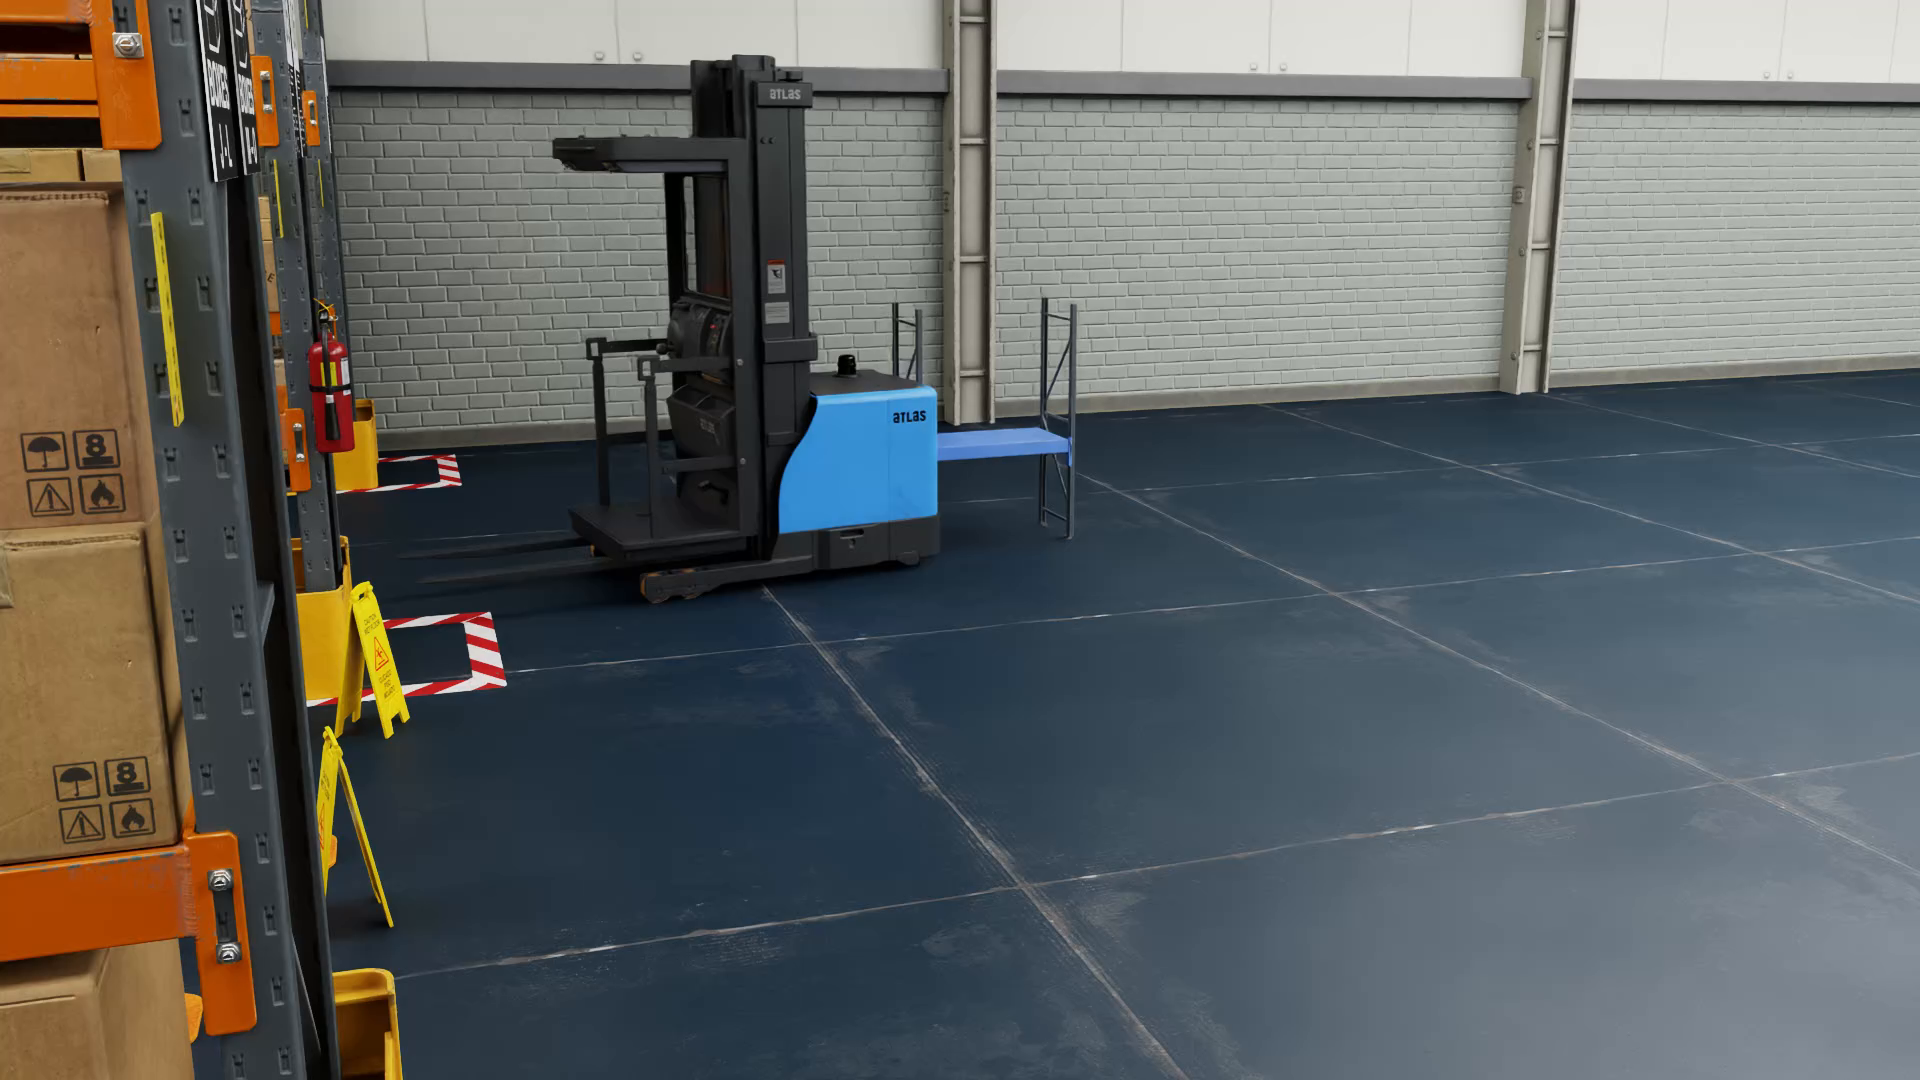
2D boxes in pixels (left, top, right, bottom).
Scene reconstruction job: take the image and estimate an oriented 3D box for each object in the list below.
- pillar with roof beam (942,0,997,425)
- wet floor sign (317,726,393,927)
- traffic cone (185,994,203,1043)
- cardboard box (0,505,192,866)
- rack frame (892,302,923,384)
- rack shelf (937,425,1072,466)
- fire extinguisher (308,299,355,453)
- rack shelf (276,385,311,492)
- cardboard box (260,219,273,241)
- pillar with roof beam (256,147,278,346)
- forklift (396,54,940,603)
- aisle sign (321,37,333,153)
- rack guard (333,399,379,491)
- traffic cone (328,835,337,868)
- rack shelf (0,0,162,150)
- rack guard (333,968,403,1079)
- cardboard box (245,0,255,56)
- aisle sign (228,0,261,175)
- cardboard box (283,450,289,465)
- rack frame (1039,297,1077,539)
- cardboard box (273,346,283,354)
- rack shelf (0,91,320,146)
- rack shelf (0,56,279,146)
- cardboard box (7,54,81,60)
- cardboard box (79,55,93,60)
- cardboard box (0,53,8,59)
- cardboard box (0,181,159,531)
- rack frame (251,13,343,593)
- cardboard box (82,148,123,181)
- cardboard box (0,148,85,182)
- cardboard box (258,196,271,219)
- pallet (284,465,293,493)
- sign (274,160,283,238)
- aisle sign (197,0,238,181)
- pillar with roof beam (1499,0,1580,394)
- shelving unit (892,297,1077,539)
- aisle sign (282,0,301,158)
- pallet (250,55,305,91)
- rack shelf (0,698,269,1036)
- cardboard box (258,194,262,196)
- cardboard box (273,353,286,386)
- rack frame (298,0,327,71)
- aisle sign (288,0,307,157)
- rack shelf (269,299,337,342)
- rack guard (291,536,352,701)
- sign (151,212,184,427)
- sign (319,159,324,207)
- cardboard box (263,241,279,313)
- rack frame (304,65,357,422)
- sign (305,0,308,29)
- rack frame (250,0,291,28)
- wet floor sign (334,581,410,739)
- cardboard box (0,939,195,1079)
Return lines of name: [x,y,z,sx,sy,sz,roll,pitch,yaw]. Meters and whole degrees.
pillar with roof beam: [1.457,-4.515,10.180,0.400,9.000,9.100,-4,14,-18]
wet floor sign: [-1.998,0.924,5.366,0.232,0.644,0.267,-7,15,-28]
traffic cone: [-2.351,1.177,4.697,0.334,0.463,0.336,-4,14,-18]
cardboard box: [-1.732,0.179,3.084,0.550,0.550,0.875,-4,14,-18]
rack frame: [-0.326,-0.708,10.377,0.032,1.500,0.500,-5,14,-20]
rack shelf: [0.151,-0.574,10.591,1.000,0.185,0.538,-5,14,-20]
fire extinguisher: [-2.813,-0.733,7.411,0.183,0.674,0.296,-4,14,-18]
rack shelf: [-4.964,-0.366,7.254,4.000,0.370,1.077,-4,14,-18]
cardboard box: [-4.895,-2.229,11.914,0.250,0.149,0.380,-4,14,-17]
pillar with roof beam: [-4.230,-4.073,8.318,0.400,9.000,9.100,-4,14,-18]
forklift: [-1.665,-1.216,9.419,3.031,2.935,1.130,-7,15,-27]
aisle sign: [-4.500,-3.157,11.816,0.004,0.787,0.394,-4,14,-18]
rack guard: [-4.633,-0.738,12.664,0.348,0.500,1.175,-4,14,-18]
traffic cone: [-2.389,0.904,5.844,0.334,0.463,0.336,-4,14,-18]
rack shelf: [-3.290,-0.747,2.374,4.000,0.370,1.077,-4,14,-18]
rack guard: [-1.372,1.429,3.555,0.348,0.500,1.175,-4,14,-18]
cardboard box: [-4.997,-3.627,11.586,0.500,0.500,0.500,-4,14,-16]
aisle sign: [-1.423,-1.121,3.256,0.004,0.787,0.394,-4,14,-18]
cardboard box: [-5.000,-0.715,12.199,0.500,0.250,0.500,-4,14,-18]
rack frame: [0.627,-0.790,10.721,0.032,1.500,0.500,-5,14,-20]
cardboard box: [-5.171,-1.311,12.546,0.500,0.250,0.500,-5,14,-19]
rack shelf: [-6.551,-2.914,11.482,4.000,0.370,1.077,-4,14,-18]
rack shelf: [-4.964,-1.825,6.907,4.000,0.370,1.077,-4,14,-18]
cardboard box: [-3.806,-2.075,6.946,0.250,0.149,0.380,-4,14,-16]
cardboard box: [-3.543,-2.087,6.997,0.250,0.149,0.380,-4,14,-18]
cardboard box: [-4.067,-2.071,6.929,0.250,0.149,0.380,-4,14,-18]
cardboard box: [-1.758,-0.365,3.037,0.550,0.550,0.875,-4,14,-18]
rack frame: [-3.069,-0.864,7.791,0.127,3.000,1.000,-4,14,-18]
cardboard box: [-3.483,-1.458,7.270,0.500,0.500,0.700,-5,14,-19]
cardboard box: [-3.965,-1.422,7.120,0.500,0.500,0.700,-4,14,-18]
cardboard box: [-4.928,-2.388,11.940,0.250,0.149,0.380,-4,14,-18]
pallet: [-5.367,-0.530,12.414,1.213,0.211,1.003,-4,14,-18]
sign: [-2.911,-1.457,7.103,0.005,0.325,0.100,-4,14,-18]
aisle sign: [-1.231,-0.990,2.703,0.004,0.787,0.394,-4,14,-18]
pillar with roof beam: [7.144,-4.958,12.042,0.400,9.000,9.100,-4,14,-18]
shelving unit: [0.151,-0.749,10.549,1.048,1.500,0.538,-5,14,-20]
aisle sign: [-2.918,-2.069,7.242,0.004,0.787,0.394,-4,14,-18]
pallet: [-5.334,-3.322,11.834,1.213,0.211,1.003,-4,14,-18]
rack shelf: [-3.290,0.712,2.721,4.000,0.370,1.077,-4,14,-18]
cardboard box: [-5.314,-2.477,12.314,0.250,0.149,0.380,-4,14,-16]
cardboard box: [-4.992,-1.203,12.090,0.500,0.250,0.500,-4,14,-16]
rack frame: [-4.655,-4.871,11.673,0.127,3.000,1.000,-4,14,-18]
aisle sign: [-3.109,-2.201,7.795,0.004,0.787,0.394,-4,14,-18]
rack shelf: [-6.551,-1.454,11.830,4.000,0.370,1.077,-4,14,-18]
rack guard: [-3.141,0.358,8.057,0.348,0.500,1.175,-4,14,-18]
sign: [-1.234,-0.344,2.592,0.005,0.325,0.100,-4,14,-18]
sign: [-4.496,-2.510,11.701,0.005,0.325,0.100,-4,14,-18]
cardboard box: [-5.038,-1.907,11.960,0.500,0.500,0.500,-5,14,-19]
rack frame: [-4.655,-1.952,12.367,0.127,3.000,1.000,-4,14,-18]
sign: [-4.496,-3.683,11.422,0.005,0.325,0.100,-4,14,-18]
rack frame: [-3.069,-3.782,7.097,0.127,3.000,1.000,-4,14,-18]
wet floor sign: [-2.547,0.502,7.136,0.232,0.644,0.267,0,13,1]
cardboard box: [-2.016,1.109,3.184,0.875,0.875,0.875,-4,14,-18]
